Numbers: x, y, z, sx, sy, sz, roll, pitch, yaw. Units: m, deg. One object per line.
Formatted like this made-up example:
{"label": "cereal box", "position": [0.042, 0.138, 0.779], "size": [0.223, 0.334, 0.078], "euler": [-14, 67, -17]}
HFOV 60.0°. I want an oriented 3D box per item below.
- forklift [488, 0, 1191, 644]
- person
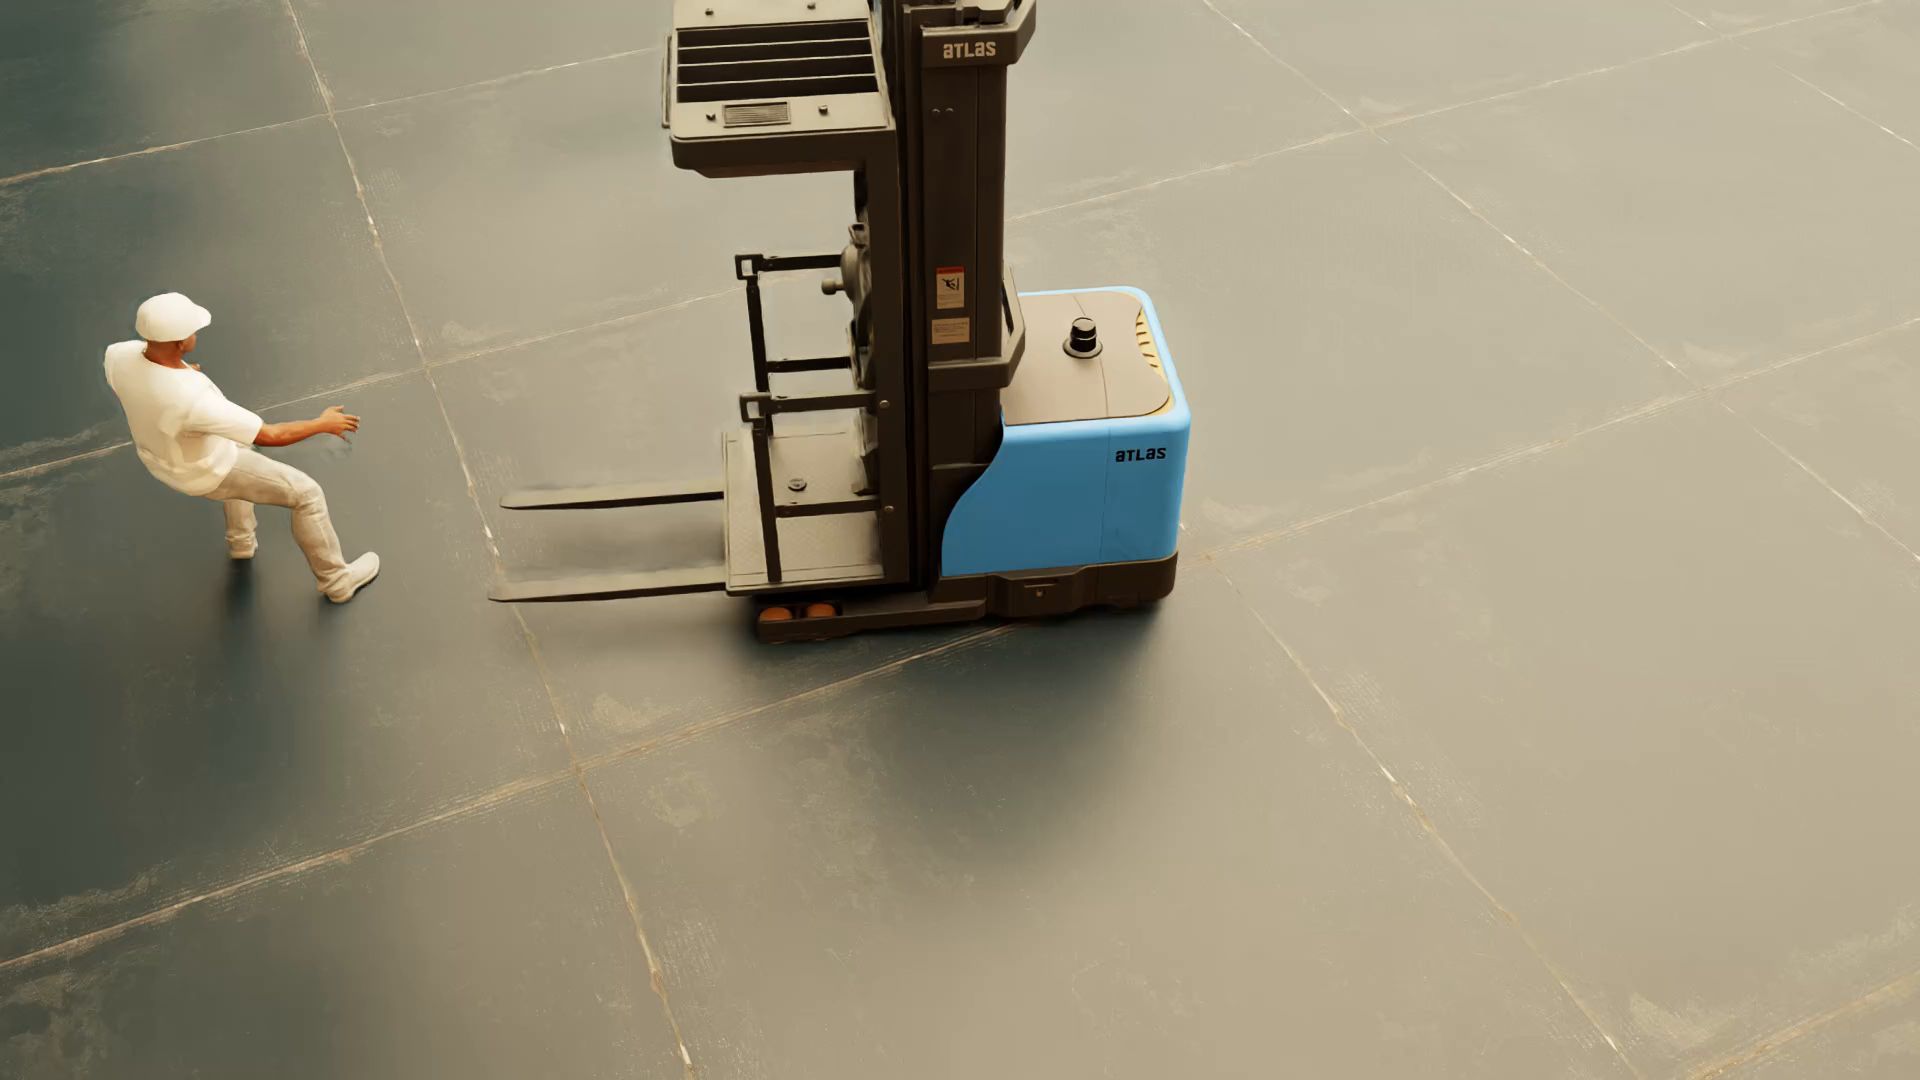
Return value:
{"label": "forklift", "position": [-0.587, -0.997, 6.748], "size": [3.031, 2.935, 1.130], "euler": [-5, 43, -5]}
{"label": "person", "position": [-3.131, -0.460, 7.145], "size": [0.886, 1.612, 0.708], "euler": [23, 48, 23]}
